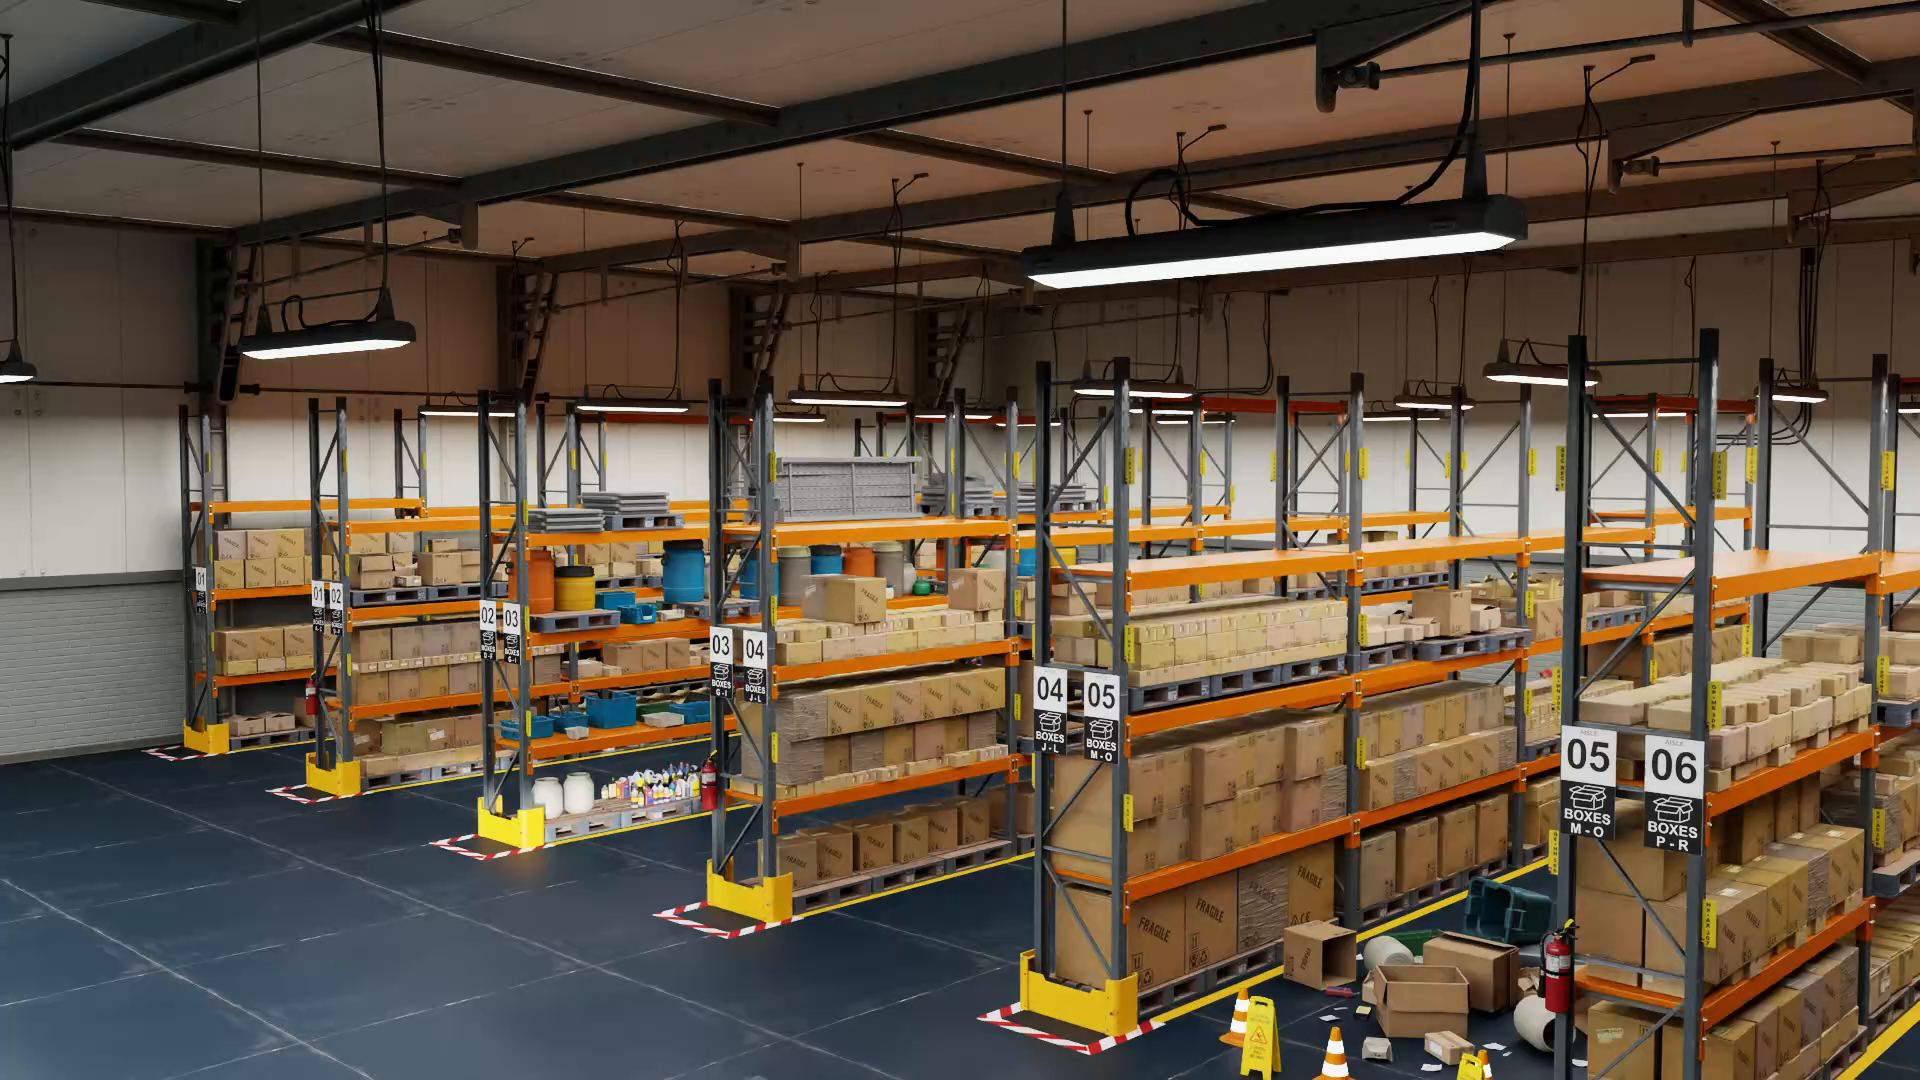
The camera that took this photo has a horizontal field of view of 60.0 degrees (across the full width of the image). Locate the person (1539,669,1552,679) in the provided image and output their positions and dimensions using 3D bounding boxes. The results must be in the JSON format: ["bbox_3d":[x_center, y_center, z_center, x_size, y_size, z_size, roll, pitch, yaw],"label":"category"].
[{"bbox_3d":[9.307,2.914,26.286,0.651,1.742,0.697,-3,4,-42],"label":"person"}]
